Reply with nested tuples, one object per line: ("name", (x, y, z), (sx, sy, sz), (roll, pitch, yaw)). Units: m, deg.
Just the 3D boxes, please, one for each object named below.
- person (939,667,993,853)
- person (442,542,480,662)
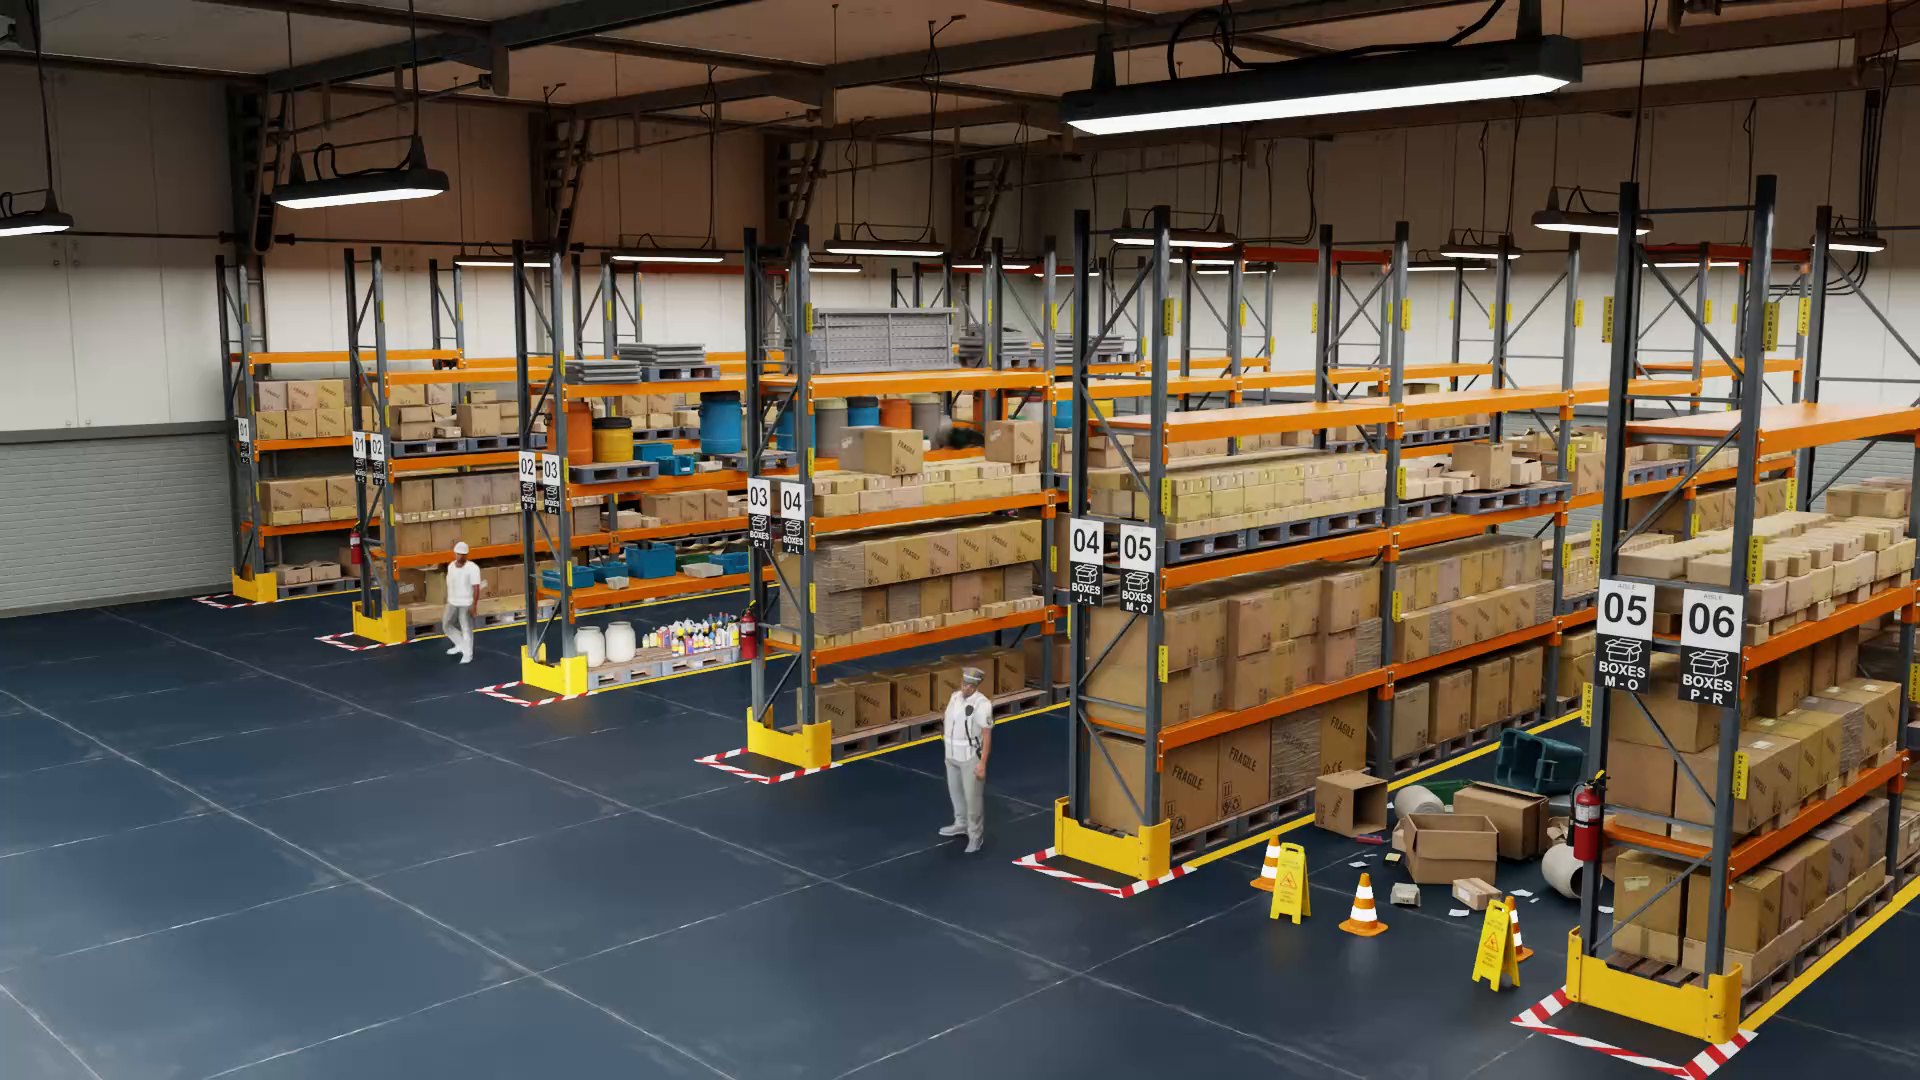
("person", (0.031, 2.082, 15.916), (0.710, 1.818, 0.478), (8, 11, 43))
("person", (-7.210, 0.897, 23.994), (0.697, 1.754, 0.462), (3, 9, 21))
